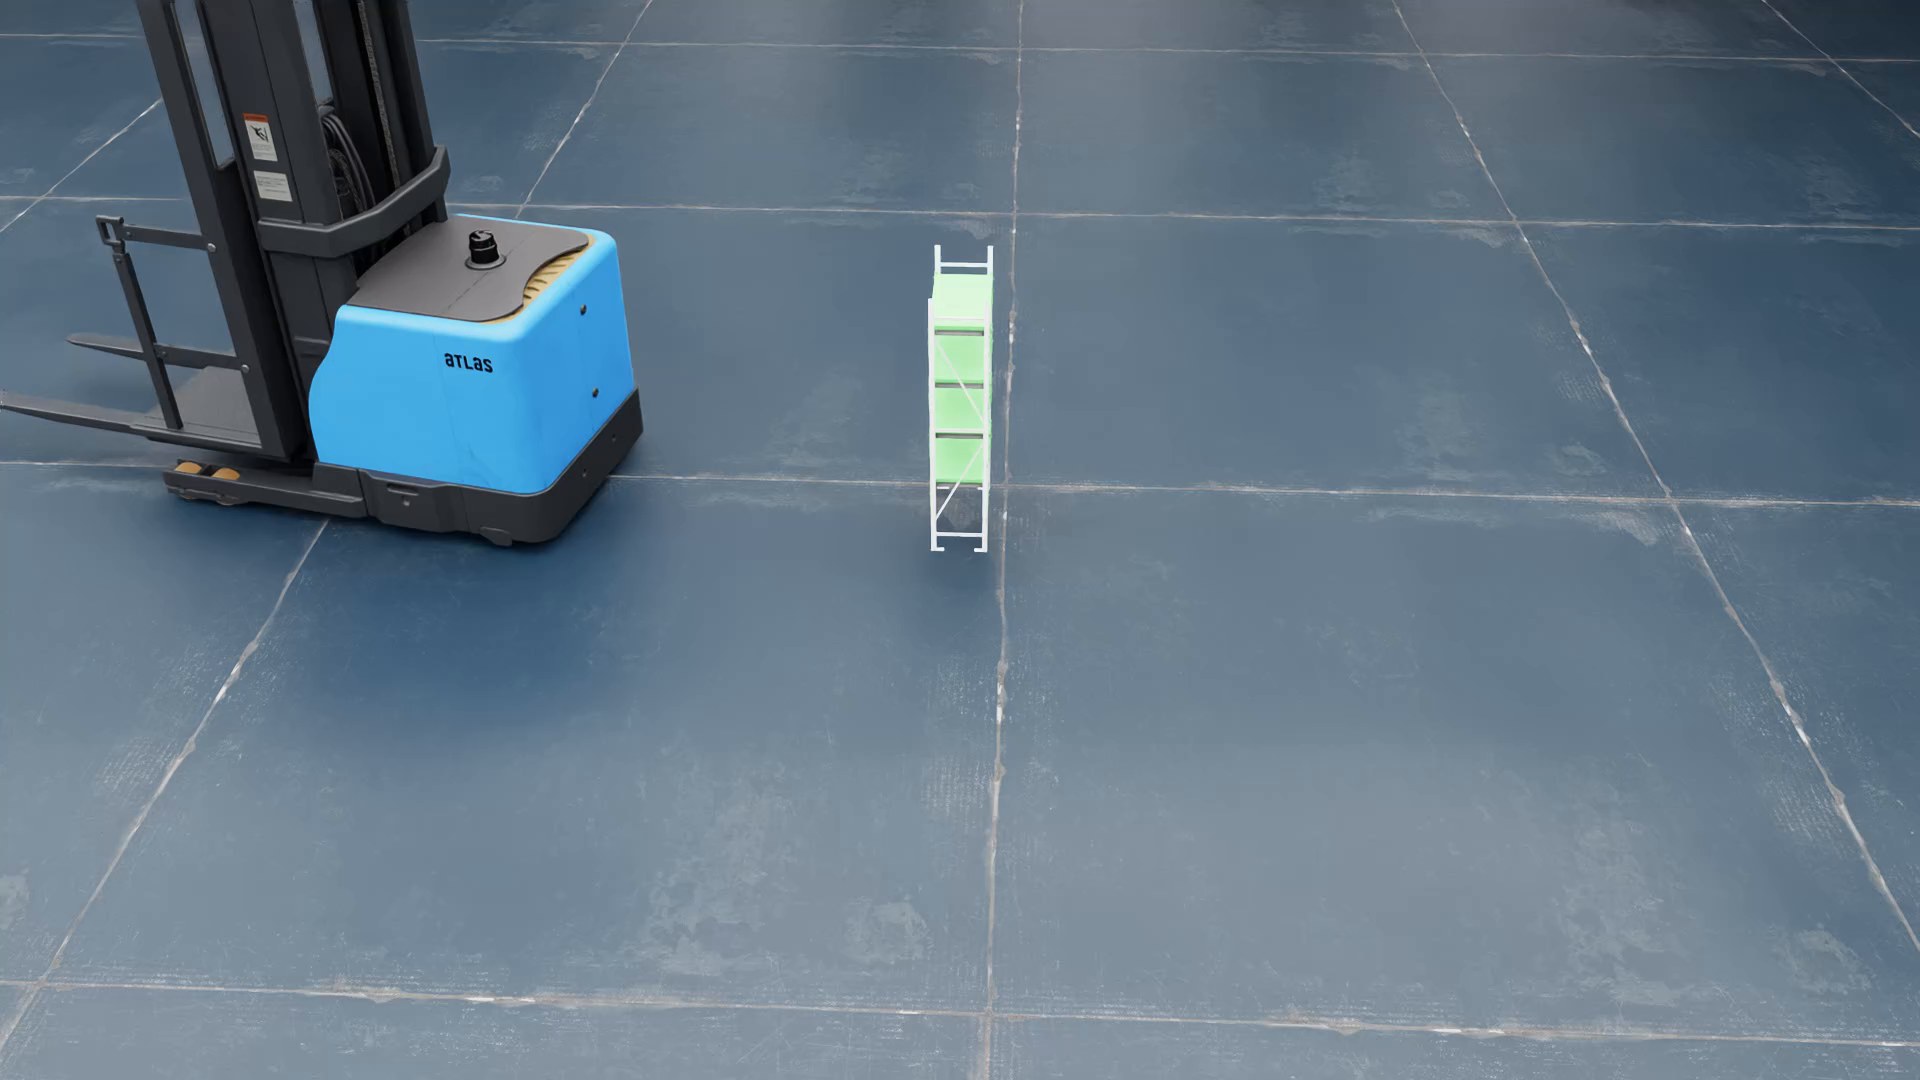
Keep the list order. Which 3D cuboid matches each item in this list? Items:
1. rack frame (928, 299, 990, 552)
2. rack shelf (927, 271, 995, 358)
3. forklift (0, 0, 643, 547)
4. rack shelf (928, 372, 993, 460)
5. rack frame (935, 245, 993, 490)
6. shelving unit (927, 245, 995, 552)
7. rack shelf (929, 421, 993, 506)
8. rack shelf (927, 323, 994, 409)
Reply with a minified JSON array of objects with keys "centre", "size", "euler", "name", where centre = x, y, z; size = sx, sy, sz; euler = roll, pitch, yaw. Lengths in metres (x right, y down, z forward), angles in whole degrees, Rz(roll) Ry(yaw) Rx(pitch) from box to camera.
[{"centre":[-0.003,-0.446,6.841],"size":[0.240,1.200,0.015],"euler":[1,35,2],"name":"rack frame"},{"centre":[0.007,-0.926,6.801],"size":[0.258,0.148,0.480],"euler":[1,35,2],"name":"rack shelf"},{"centre":[-3.072,-1.635,7.027],"size":[3.031,2.935,1.130],"euler":[9,36,12],"name":"forklift"},{"centre":[0.007,-0.534,7.077],"size":[0.258,0.148,0.480],"euler":[1,35,2],"name":"rack shelf"},{"centre":[0.016,-0.726,7.240],"size":[0.240,1.200,0.015],"euler":[1,35,2],"name":"rack frame"},{"centre":[0.007,-0.586,7.040],"size":[0.258,1.200,0.503],"euler":[1,35,2],"name":"shelving unit"},{"centre":[0.007,-0.337,7.215],"size":[0.258,0.148,0.480],"euler":[1,35,2],"name":"rack shelf"},{"centre":[0.007,-0.730,6.939],"size":[0.258,0.148,0.480],"euler":[1,35,2],"name":"rack shelf"}]
